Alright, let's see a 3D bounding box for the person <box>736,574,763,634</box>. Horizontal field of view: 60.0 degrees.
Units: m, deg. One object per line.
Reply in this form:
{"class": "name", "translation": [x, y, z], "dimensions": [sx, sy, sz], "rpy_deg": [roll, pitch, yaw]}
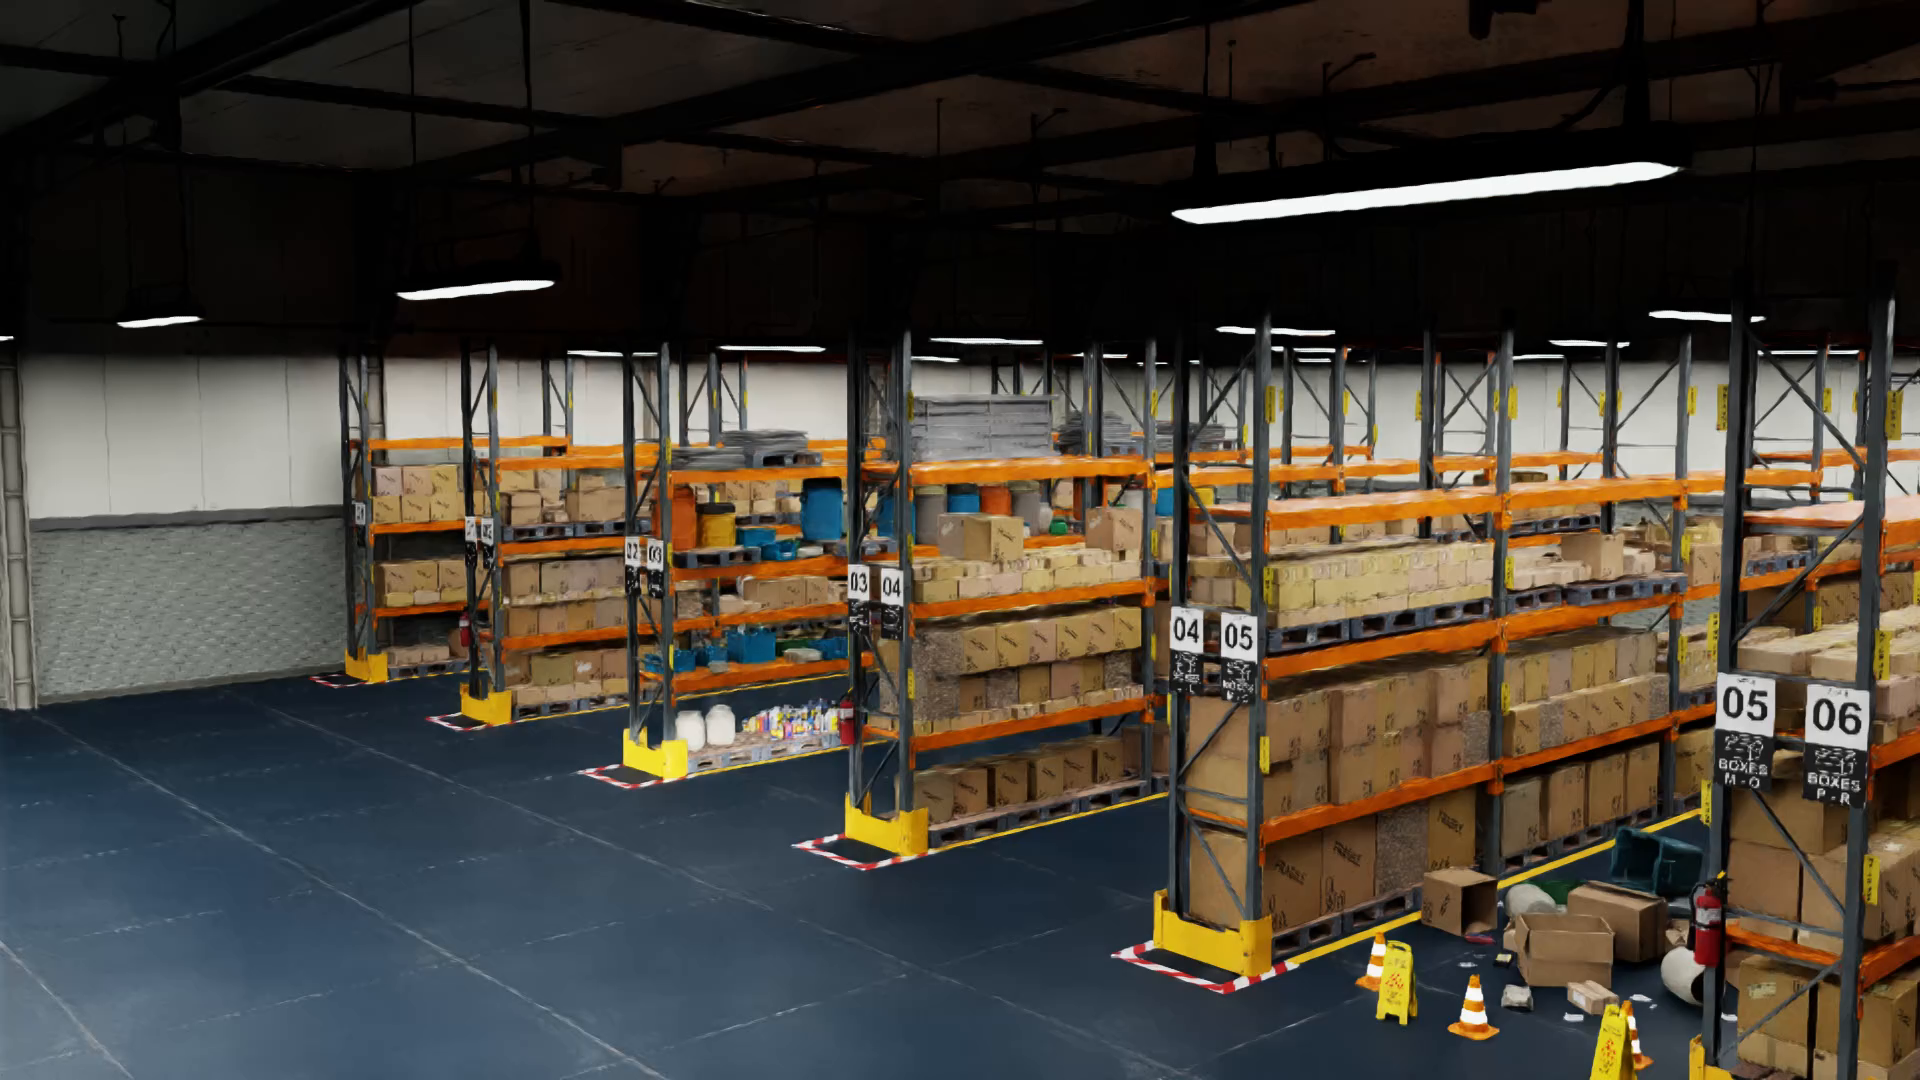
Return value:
{"class": "person", "translation": [-4.367, 1.279, 33.713], "dimensions": [1.123, 1.709, 0.553], "rpy_deg": [-4, 7, -39]}
